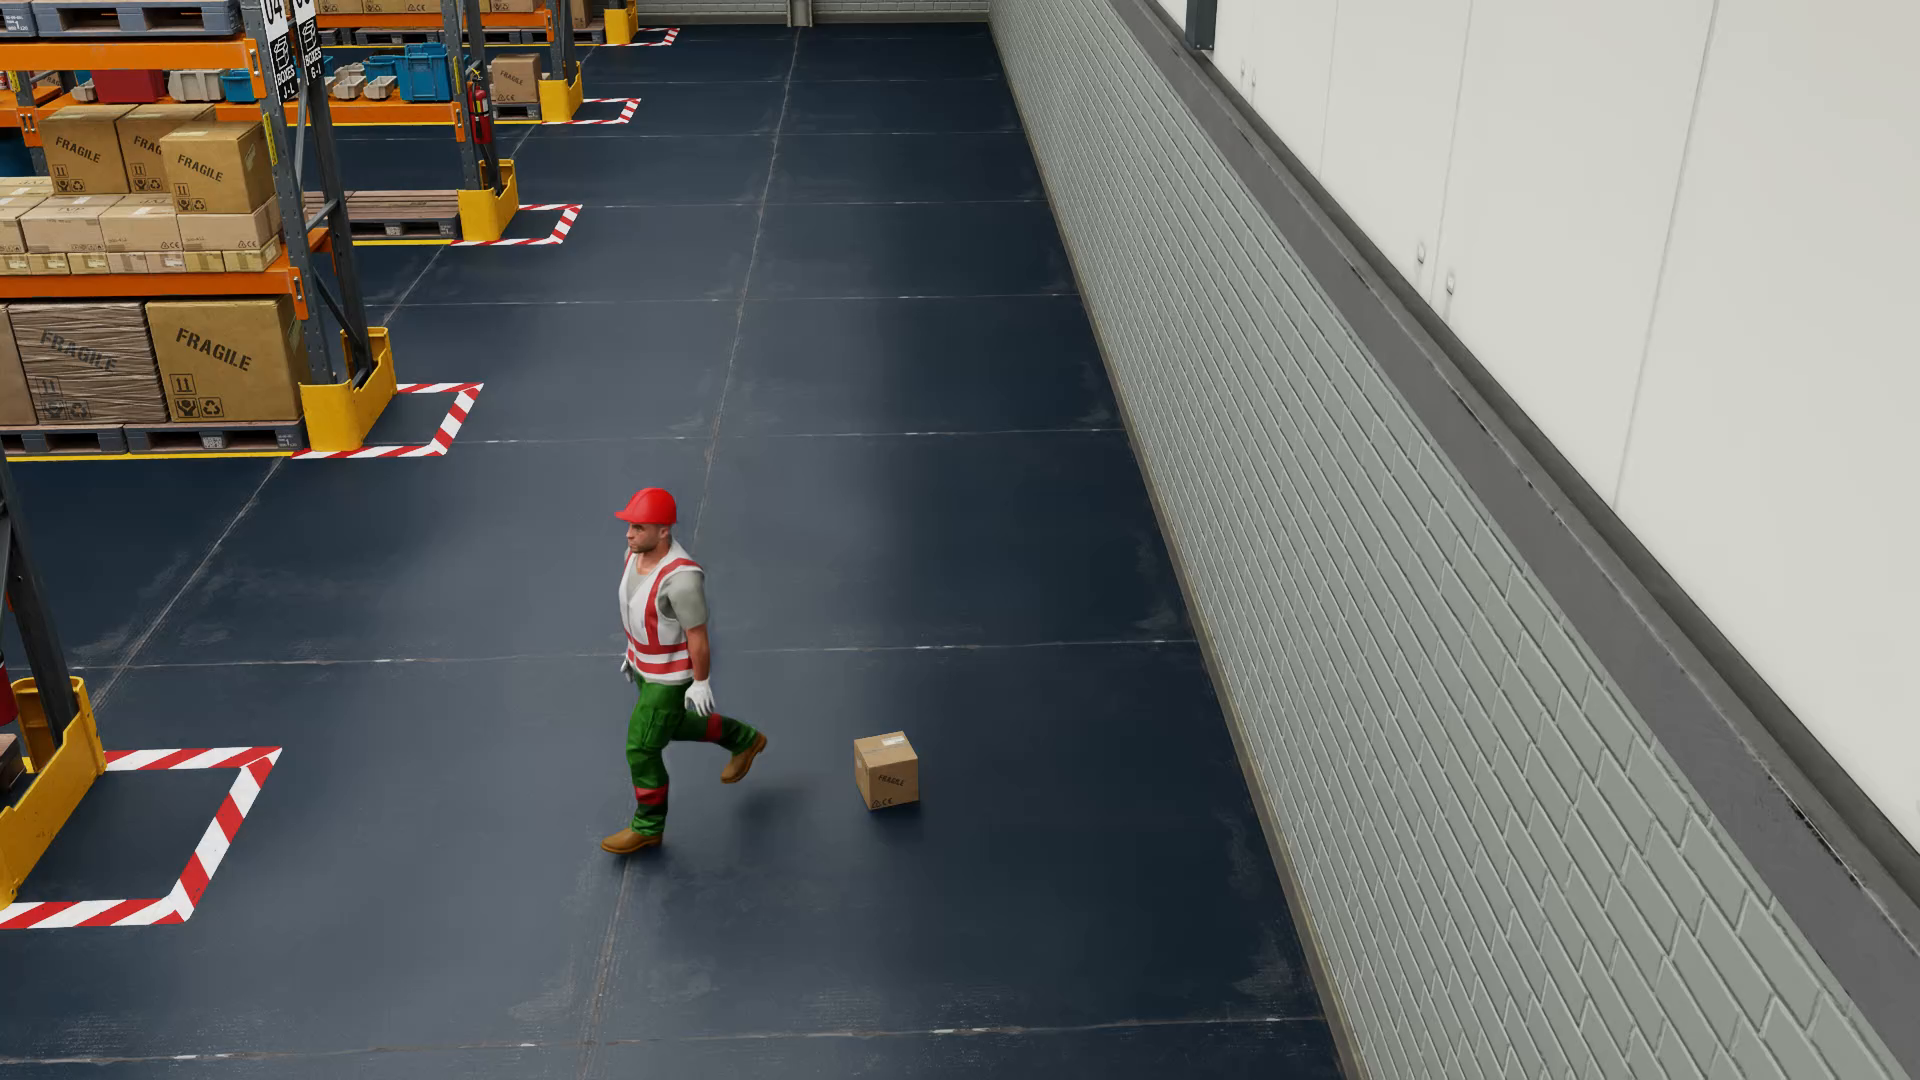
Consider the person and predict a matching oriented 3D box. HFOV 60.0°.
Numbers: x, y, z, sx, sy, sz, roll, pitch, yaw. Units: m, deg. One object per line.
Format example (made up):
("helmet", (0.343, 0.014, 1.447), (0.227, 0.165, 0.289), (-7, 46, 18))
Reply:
("person", (-1.286, 0.550, 7.523), (0.929, 1.762, 0.535), (-17, 32, -29))
